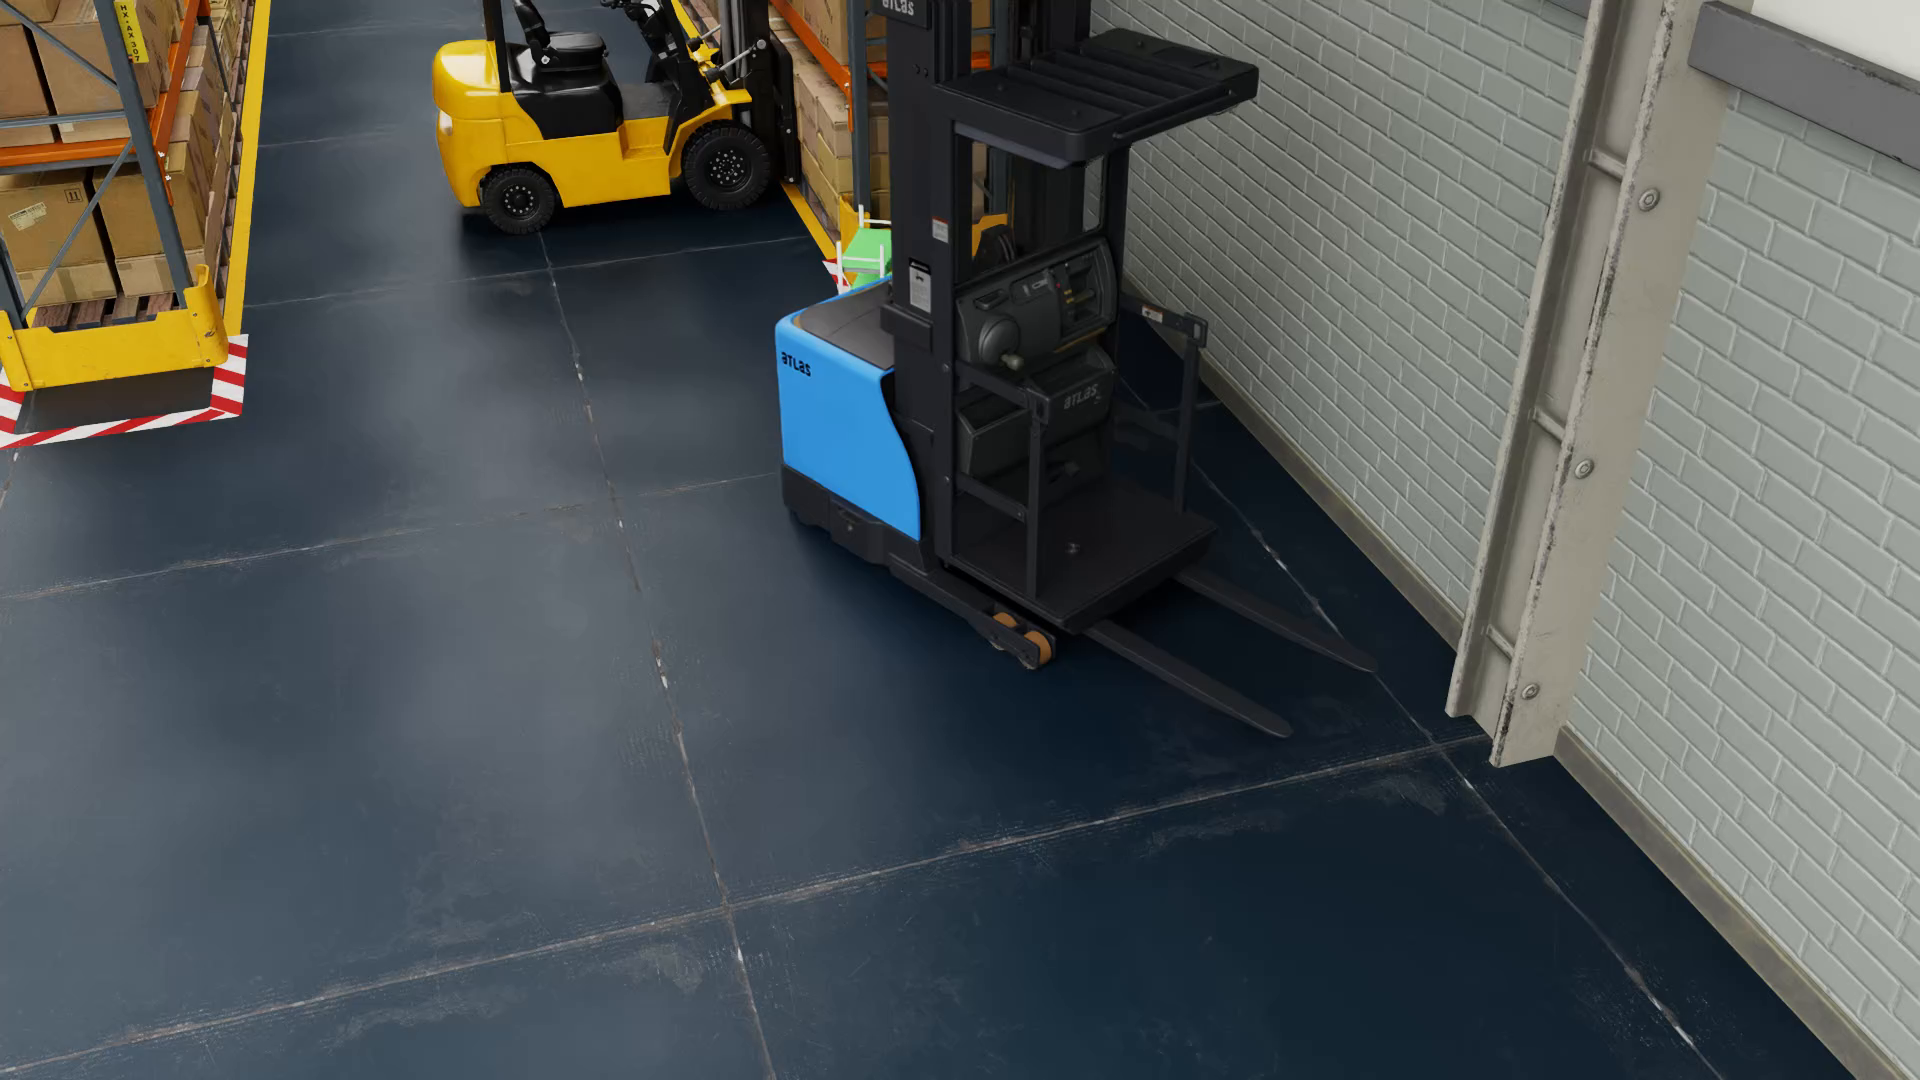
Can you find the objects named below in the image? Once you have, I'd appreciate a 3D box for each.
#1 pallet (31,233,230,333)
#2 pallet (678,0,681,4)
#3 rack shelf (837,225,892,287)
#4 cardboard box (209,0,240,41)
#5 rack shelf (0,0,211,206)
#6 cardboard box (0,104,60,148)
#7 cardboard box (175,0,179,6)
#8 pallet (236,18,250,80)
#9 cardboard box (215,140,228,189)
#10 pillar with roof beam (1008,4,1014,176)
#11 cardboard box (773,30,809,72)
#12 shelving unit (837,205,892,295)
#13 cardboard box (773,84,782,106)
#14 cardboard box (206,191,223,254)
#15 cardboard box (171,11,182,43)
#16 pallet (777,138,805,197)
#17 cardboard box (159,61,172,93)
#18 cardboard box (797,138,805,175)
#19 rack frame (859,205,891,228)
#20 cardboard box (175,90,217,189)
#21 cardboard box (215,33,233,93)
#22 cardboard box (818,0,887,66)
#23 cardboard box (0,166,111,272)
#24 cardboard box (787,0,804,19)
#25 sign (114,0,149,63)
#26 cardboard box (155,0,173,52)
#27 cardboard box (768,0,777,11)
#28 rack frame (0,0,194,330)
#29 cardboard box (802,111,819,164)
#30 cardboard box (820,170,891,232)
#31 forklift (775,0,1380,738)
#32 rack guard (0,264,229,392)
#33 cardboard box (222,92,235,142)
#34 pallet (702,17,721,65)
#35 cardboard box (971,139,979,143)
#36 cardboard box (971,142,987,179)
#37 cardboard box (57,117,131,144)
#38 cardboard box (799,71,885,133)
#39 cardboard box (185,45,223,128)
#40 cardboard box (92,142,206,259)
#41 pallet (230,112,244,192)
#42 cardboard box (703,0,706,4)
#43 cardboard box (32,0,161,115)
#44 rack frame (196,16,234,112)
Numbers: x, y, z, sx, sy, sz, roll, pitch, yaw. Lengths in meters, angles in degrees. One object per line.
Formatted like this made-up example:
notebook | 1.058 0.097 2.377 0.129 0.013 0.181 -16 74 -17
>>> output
pallet | -5.152 -1.550 10.404 1.003 0.211 1.213 -10 35 -15
pallet | -2.415 -5.676 16.648 1.003 0.211 1.213 -10 35 -15
rack shelf | -0.455 -1.461 8.617 0.258 0.148 0.480 6 34 9
cardboard box | -6.734 -4.437 14.246 0.950 0.372 0.625 -9 34 -13
rack shelf | -5.525 -2.991 10.708 1.077 0.370 4.000 -10 35 -15
cardboard box | -5.233 -2.297 9.233 0.380 0.149 0.250 -9 34 -13
cardboard box | -5.437 -3.775 10.881 0.500 0.500 0.500 -9 35 -13
pallet | -6.750 -4.228 14.457 1.003 0.211 1.213 -10 35 -15
cardboard box | -5.376 -2.558 11.514 0.500 0.250 0.500 -9 35 -14
pillar with roof beam | -3.643 -5.374 8.220 9.100 9.000 0.400 -10 35 -15
cardboard box | -1.099 -3.510 12.047 0.500 0.250 0.500 -11 35 -16
shelving unit | -0.455 -1.113 8.847 0.258 1.200 0.503 6 34 9
cardboard box | -1.105 -3.313 12.203 0.500 0.250 0.500 -10 35 -15
cardboard box | -5.046 -2.008 10.682 0.500 0.250 0.500 -9 34 -13
cardboard box | -5.271 -3.318 10.778 0.380 0.149 0.250 -10 35 -14
pallet | -0.831 -2.948 12.520 1.003 0.211 1.213 -10 35 -15
cardboard box | -4.949 -2.774 9.954 0.380 0.149 0.250 -9 35 -14
cardboard box | -0.920 -2.826 11.919 0.500 0.250 0.500 -10 35 -14
rack frame | -0.411 -1.246 9.047 0.240 1.200 0.015 6 34 9
cardboard box | -5.214 -2.603 10.901 0.500 0.500 0.500 -9 35 -14
cardboard box | -6.297 -3.695 13.124 0.950 0.372 0.625 -10 35 -14
cardboard box | -0.589 -3.334 10.484 0.500 0.500 0.500 -11 35 -16
cardboard box | -5.408 -1.959 9.927 0.500 0.500 0.500 -10 35 -14
cardboard box | -0.895 -3.877 11.305 0.500 0.500 0.500 -11 35 -16
sign | -4.398 -2.694 8.820 0.100 0.325 0.005 -10 35 -15
cardboard box | -5.113 -3.241 10.073 0.500 0.500 0.500 -11 35 -16
cardboard box | -1.414 -4.046 12.859 0.500 0.250 0.500 -10 35 -15
rack frame | -4.915 -2.241 8.921 1.000 3.000 0.127 -10 35 -15
cardboard box | -0.778 -2.783 11.400 0.500 0.250 0.500 -10 35 -15
cardboard box | -0.633 -2.299 11.122 0.500 0.250 0.500 -10 35 -14
forklift | 0.488 -0.974 7.065 1.130 2.935 3.031 -28 43 -35
rack guard | -4.938 -1.238 9.670 1.175 0.500 0.348 -10 35 -15
cardboard box | -5.699 -3.104 12.340 0.500 0.250 0.500 -8 34 -13
pallet | -1.671 -4.395 14.709 1.003 0.211 1.213 -10 35 -15
cardboard box | -0.155 -2.807 10.984 0.500 0.250 0.500 -11 35 -15
cardboard box | -0.135 -2.596 11.118 0.500 0.250 0.500 -9 35 -14
cardboard box | -4.821 -2.349 9.313 0.380 0.149 0.250 -10 35 -15
cardboard box | -0.788 -2.979 11.244 0.500 0.250 0.500 -9 35 -14
cardboard box | -5.542 -3.150 11.729 0.500 0.500 0.500 -9 35 -14
cardboard box | -4.905 -2.064 10.086 0.500 0.500 0.500 -11 35 -16
pallet | -5.897 -2.831 12.343 1.003 0.211 1.213 -10 35 -15
cardboard box | -2.040 -5.438 15.531 0.875 0.625 0.625 -11 35 -17
cardboard box | -4.795 -2.702 9.258 0.500 0.500 0.500 -11 35 -15
rack frame | -6.135 -4.341 12.099 1.000 3.000 0.127 -10 35 -15
